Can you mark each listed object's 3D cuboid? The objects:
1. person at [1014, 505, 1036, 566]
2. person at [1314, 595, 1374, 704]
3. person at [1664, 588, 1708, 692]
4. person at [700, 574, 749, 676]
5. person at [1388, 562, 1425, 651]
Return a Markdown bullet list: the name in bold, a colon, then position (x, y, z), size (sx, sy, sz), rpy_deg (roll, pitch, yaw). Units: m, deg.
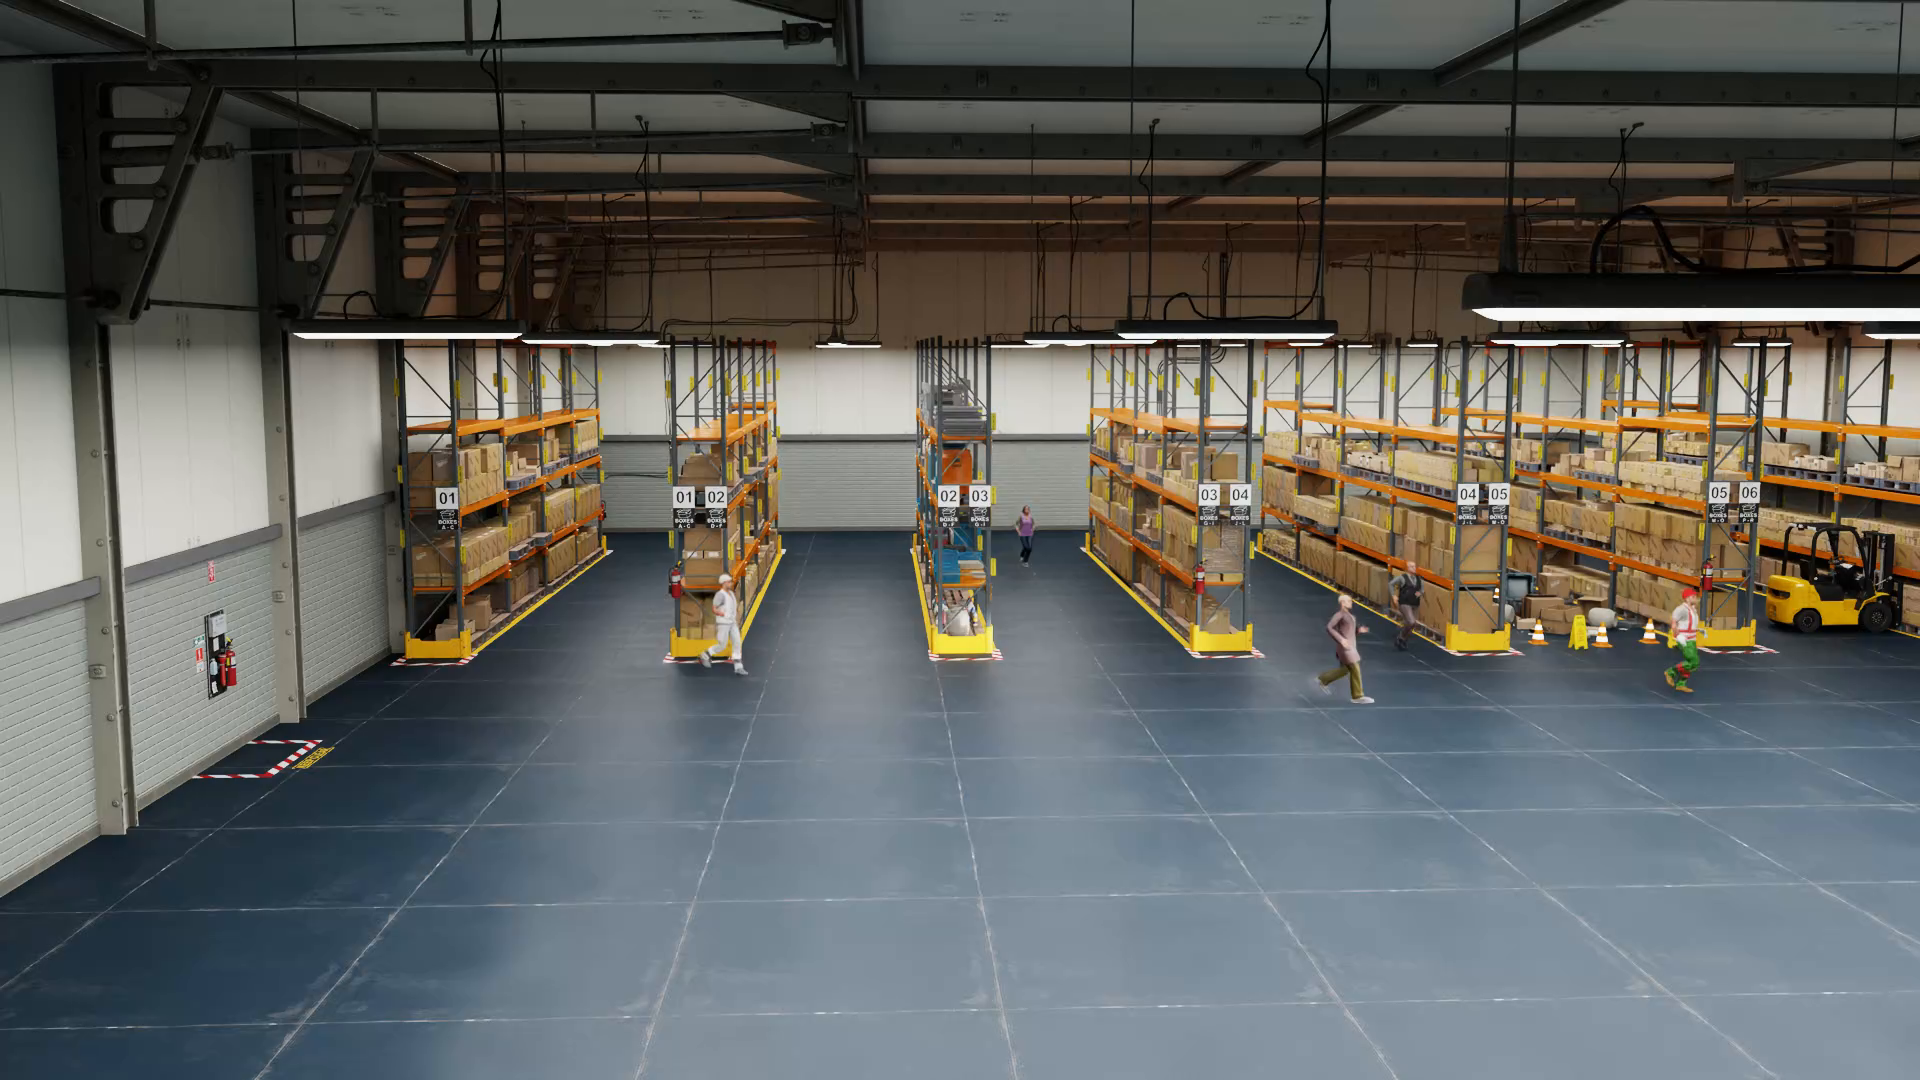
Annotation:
- **person**: position (1.667, -0.099, 42.045), size (0.522, 1.542, 0.493), rpy_deg (-2, 7, -14)
- **person**: position (6.267, 1.762, 27.096), size (1.021, 1.754, 0.715), rpy_deg (3, 7, 25)
- **person**: position (12.223, 1.683, 27.984), size (0.590, 1.751, 0.673), rpy_deg (6, 9, 42)
- **person**: position (-4.146, 1.493, 29.475), size (0.995, 1.778, 0.689), rpy_deg (3, 7, 25)
- **person**: position (8.612, 1.268, 31.876), size (0.638, 1.692, 0.658), rpy_deg (-3, 7, -24)
